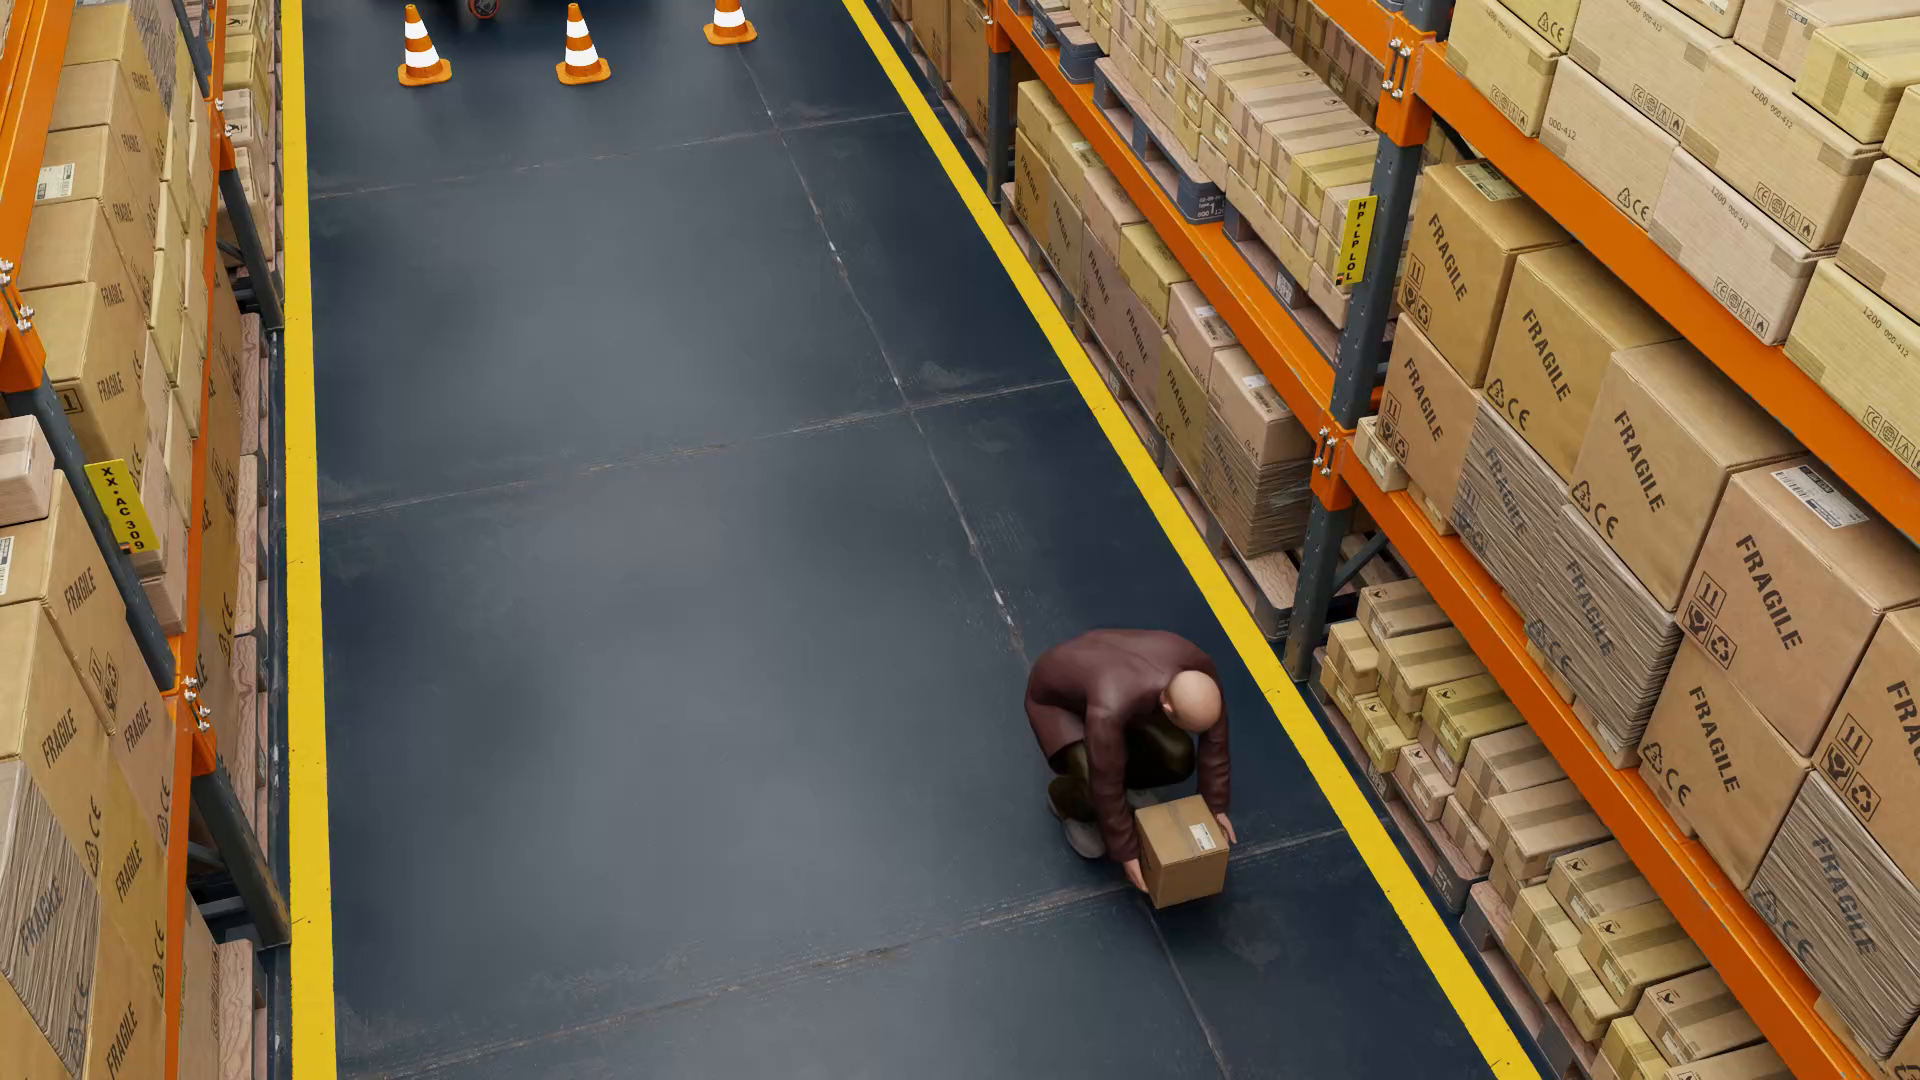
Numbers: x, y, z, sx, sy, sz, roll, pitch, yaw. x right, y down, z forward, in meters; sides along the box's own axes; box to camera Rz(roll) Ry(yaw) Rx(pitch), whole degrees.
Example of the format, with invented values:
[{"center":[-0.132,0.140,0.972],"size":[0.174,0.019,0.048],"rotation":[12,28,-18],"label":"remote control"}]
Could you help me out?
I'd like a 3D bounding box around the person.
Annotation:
[{"center":[0.605,0.712,5.948],"size":[0.606,1.013,0.909],"rotation":[-20,45,-21],"label":"person"}]
